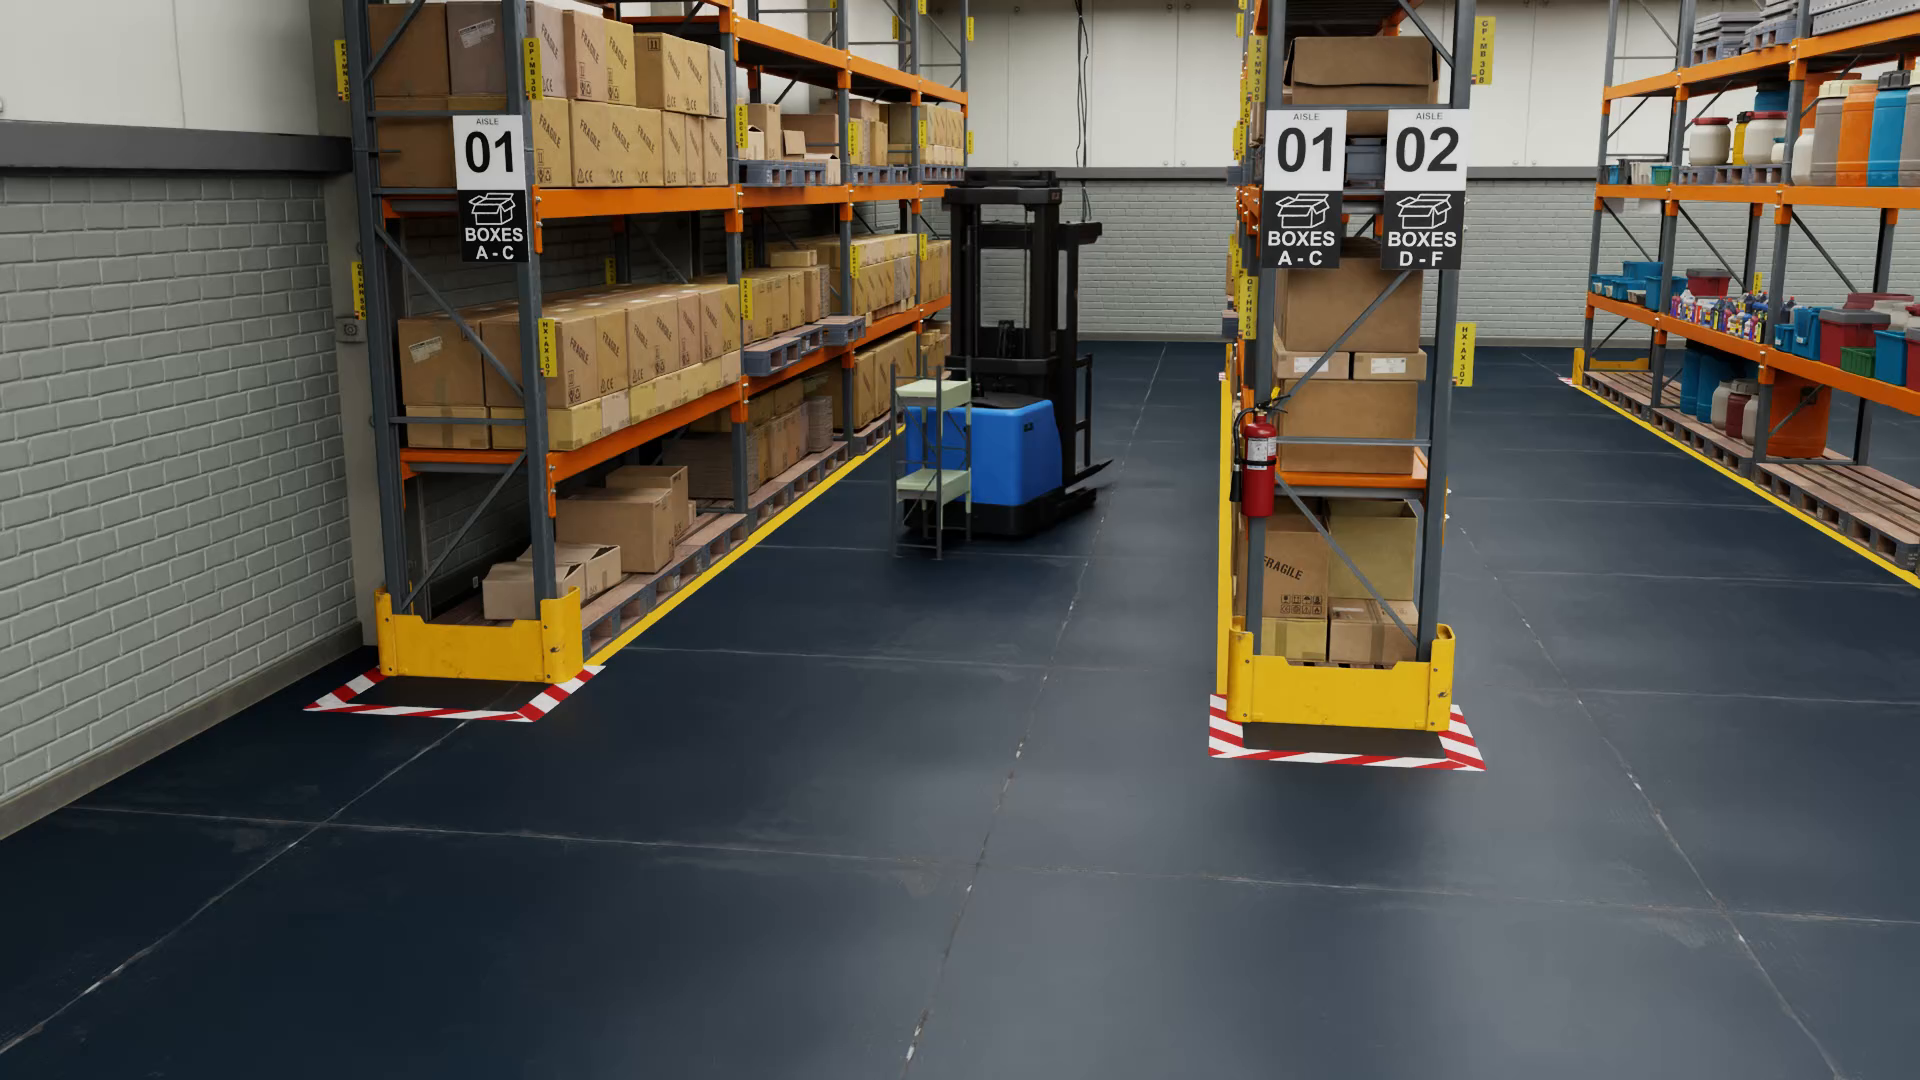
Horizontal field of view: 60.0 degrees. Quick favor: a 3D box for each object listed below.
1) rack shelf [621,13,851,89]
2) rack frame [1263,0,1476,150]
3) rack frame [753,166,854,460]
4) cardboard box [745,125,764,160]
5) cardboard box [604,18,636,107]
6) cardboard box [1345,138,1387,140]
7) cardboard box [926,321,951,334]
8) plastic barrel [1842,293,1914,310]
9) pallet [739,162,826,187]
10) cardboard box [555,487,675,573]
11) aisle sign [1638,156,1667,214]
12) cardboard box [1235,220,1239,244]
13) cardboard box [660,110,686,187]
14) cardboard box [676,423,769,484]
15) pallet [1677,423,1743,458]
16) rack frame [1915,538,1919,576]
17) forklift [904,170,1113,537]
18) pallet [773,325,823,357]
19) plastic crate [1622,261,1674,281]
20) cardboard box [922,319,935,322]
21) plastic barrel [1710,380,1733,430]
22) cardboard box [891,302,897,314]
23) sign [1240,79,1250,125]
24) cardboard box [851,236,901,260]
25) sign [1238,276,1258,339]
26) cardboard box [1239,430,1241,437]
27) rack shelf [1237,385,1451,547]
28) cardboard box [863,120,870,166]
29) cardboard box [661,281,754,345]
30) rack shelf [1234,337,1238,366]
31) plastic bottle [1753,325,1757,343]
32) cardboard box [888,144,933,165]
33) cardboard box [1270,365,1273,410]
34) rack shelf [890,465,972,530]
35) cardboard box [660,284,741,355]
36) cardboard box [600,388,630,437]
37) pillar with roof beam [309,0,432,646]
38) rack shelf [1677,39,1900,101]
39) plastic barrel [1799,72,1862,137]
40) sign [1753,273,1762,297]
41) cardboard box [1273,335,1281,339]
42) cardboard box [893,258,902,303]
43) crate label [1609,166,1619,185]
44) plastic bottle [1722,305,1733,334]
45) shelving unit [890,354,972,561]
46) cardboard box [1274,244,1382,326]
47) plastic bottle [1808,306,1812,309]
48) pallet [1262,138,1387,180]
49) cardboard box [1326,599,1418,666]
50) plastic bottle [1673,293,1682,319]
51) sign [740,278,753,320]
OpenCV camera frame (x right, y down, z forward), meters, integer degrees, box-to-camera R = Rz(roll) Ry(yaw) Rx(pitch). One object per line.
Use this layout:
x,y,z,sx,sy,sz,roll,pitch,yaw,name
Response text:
-1.927,-4.306,14.770,1.077,0.370,4.000,2,12,9,rack shelf
2.045,-3.444,8.116,1.000,3.000,0.127,2,12,9,rack frame
-1.619,-2.337,17.216,1.000,3.000,0.127,2,12,9,rack frame
-1.977,-3.372,14.113,0.500,0.311,0.500,2,12,10,cardboard box
-2.356,-2.967,10.364,0.500,0.500,0.500,2,12,10,cardboard box
2.401,-2.368,9.509,0.380,0.149,0.250,2,12,9,cardboard box
-0.276,-3.068,24.005,0.380,0.149,0.250,2,12,10,cardboard box
8.398,-1.976,15.219,0.600,0.536,0.708,2,12,9,plastic barrel
-1.878,-3.220,14.639,1.213,0.211,1.003,2,12,9,pallet
-2.405,-0.075,11.612,0.700,0.500,0.500,1,12,5,cardboard box
9.701,-4.957,23.206,0.394,0.787,0.004,2,12,9,aisle sign
4.177,-4.296,23.698,0.500,0.500,0.500,2,12,10,cardboard box
-2.206,-2.694,11.471,0.500,0.500,0.500,1,12,6,cardboard box
-2.108,-0.760,14.790,0.700,0.500,0.500,2,12,8,cardboard box
8.440,-1.071,17.963,1.003,0.211,1.213,2,12,9,pallet
7.555,-1.183,11.863,1.000,3.000,0.127,2,12,9,rack frame
0.577,-1.729,14.560,1.130,2.935,3.031,5,13,22,forklift
-1.883,-1.830,15.318,1.003,0.211,1.213,2,12,9,pallet
9.533,-3.652,23.093,0.616,0.435,0.499,2,12,9,plastic crate
-0.576,-3.186,24.554,0.380,0.149,0.250,2,12,9,cardboard box
8.400,-1.463,18.069,0.421,0.512,0.421,0,12,0,plastic barrel
-0.962,-2.765,19.754,0.380,0.149,0.250,2,12,9,cardboard box
2.123,-3.233,12.280,0.100,0.325,0.005,2,12,9,sign
-0.990,-3.422,19.482,0.500,0.250,0.500,2,12,10,cardboard box
1.511,-1.214,8.696,0.100,0.325,0.005,2,12,9,sign
2.593,-0.786,14.217,0.500,0.311,0.500,2,12,8,cardboard box
2.353,-0.576,10.755,1.077,0.370,4.000,2,12,9,rack shelf
-1.410,-4.500,18.852,0.700,0.500,0.500,2,12,9,cardboard box
-2.123,-1.873,13.782,0.700,0.500,0.500,2,12,9,cardboard box
3.583,-2.242,18.483,1.077,0.370,4.000,2,12,9,rack shelf
7.846,-2.040,16.311,0.097,0.201,0.097,0,12,0,plastic bottle
-0.638,-4.952,21.353,0.500,0.250,0.500,2,12,8,cardboard box
2.443,-1.086,11.177,0.700,0.500,0.500,2,12,9,cardboard box
-0.219,-0.340,13.060,0.431,0.370,0.720,4,13,18,rack shelf
-2.002,-1.699,12.784,0.500,0.500,0.500,2,12,9,cardboard box
-2.395,-0.808,10.430,0.500,0.250,0.500,1,12,7,cardboard box
0.657,-3.638,9.016,9.100,9.000,0.400,2,12,9,pillar with roof beam
8.477,-4.818,17.144,1.077,0.370,4.000,2,12,9,rack shelf
8.260,-4.015,15.869,0.600,0.830,0.708,2,12,9,plastic barrel
9.328,-2.965,19.477,0.100,0.325,0.005,2,12,9,sign
2.035,-1.123,9.809,0.380,0.149,0.250,2,12,9,cardboard box
-0.981,-3.058,19.574,0.500,0.500,0.500,2,12,9,cardboard box
8.939,-4.893,22.311,0.408,0.251,0.502,2,12,9,crate label
7.986,-2.295,17.298,0.061,0.283,0.133,2,12,9,plastic bottle
-0.219,-0.659,12.991,0.431,1.500,0.755,4,13,18,shelving unit
2.367,-1.621,10.580,0.700,0.500,0.500,2,12,9,cardboard box
8.778,-2.277,17.218,0.061,0.283,0.133,2,12,9,plastic bottle
2.180,-2.081,9.120,1.003,0.211,1.213,2,12,9,pallet
2.348,0.523,9.478,0.500,0.250,0.500,2,12,9,cardboard box
8.286,-2.701,19.184,0.061,0.283,0.133,2,12,9,plastic bottle
-1.697,-1.911,13.187,0.100,0.325,0.005,2,12,9,sign
